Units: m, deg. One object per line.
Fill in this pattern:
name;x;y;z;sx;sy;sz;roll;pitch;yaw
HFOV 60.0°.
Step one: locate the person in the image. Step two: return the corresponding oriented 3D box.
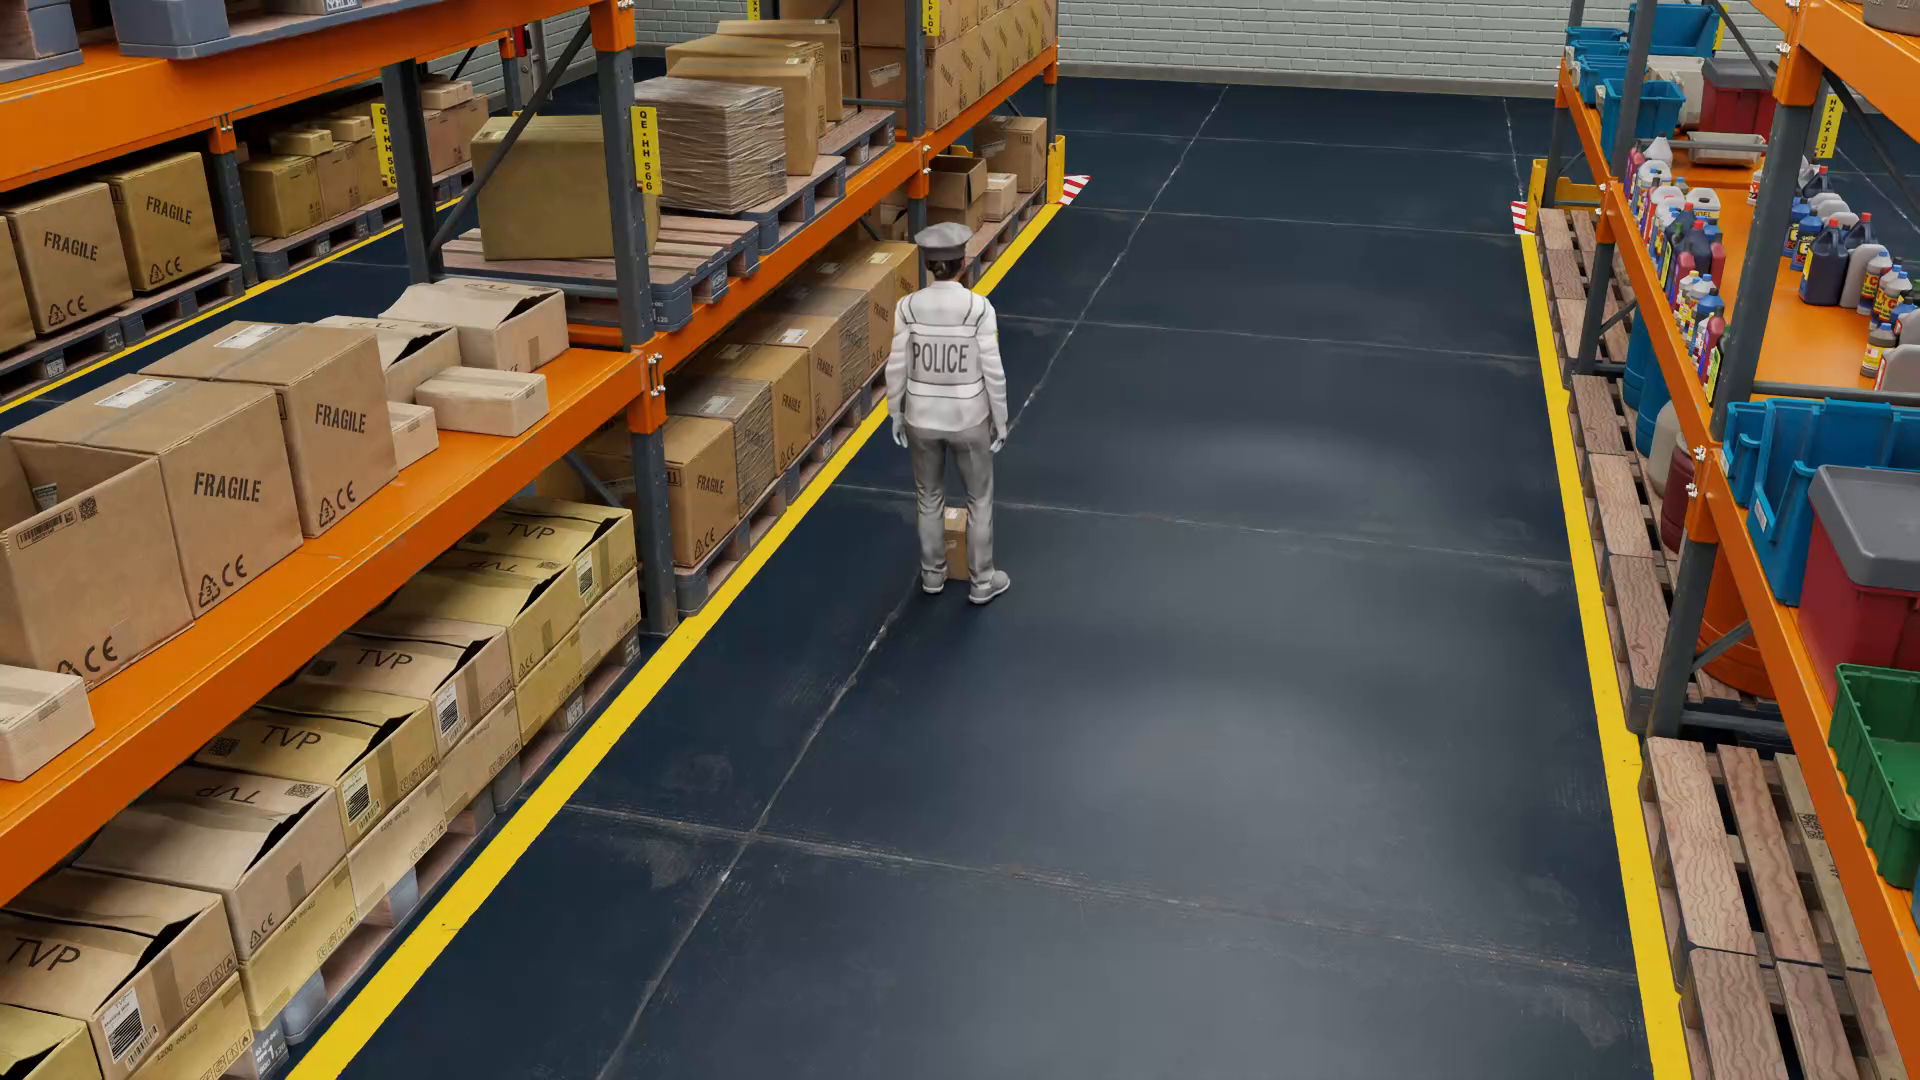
person;-0.048;-0.524;7.208;0.530;1.661;0.414;5;26;11
